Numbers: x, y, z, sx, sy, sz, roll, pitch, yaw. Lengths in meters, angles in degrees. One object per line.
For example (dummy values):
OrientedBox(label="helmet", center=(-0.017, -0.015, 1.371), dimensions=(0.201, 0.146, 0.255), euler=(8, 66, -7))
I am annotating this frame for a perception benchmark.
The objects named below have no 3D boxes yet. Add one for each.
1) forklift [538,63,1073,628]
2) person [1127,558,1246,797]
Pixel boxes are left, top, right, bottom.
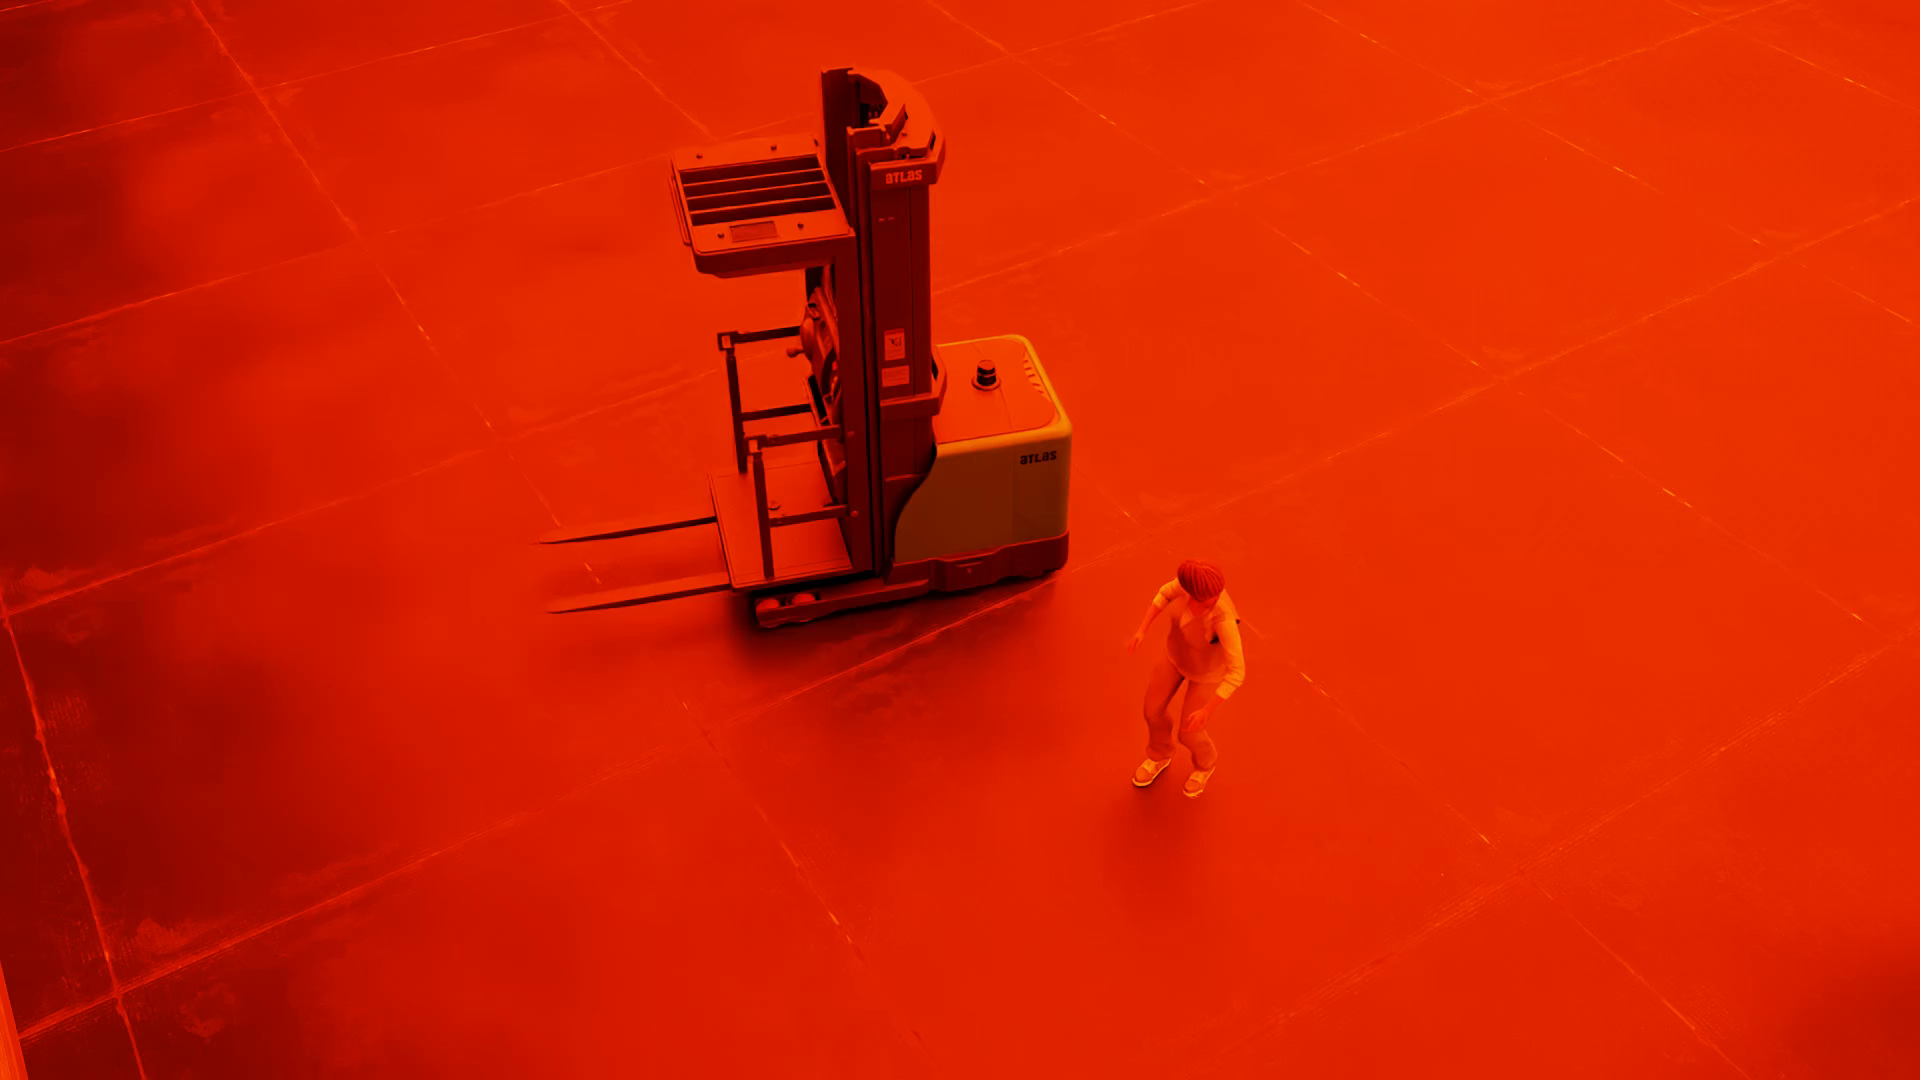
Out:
OrientedBox(label="forklift", center=(-0.933, -0.988, 9.002), dimensions=(3.031, 2.935, 1.130), euler=(-9, 42, -11))
OrientedBox(label="person", center=(1.129, 0.668, 8.185), dimensions=(0.484, 1.548, 0.656), euler=(-26, 47, -27))
